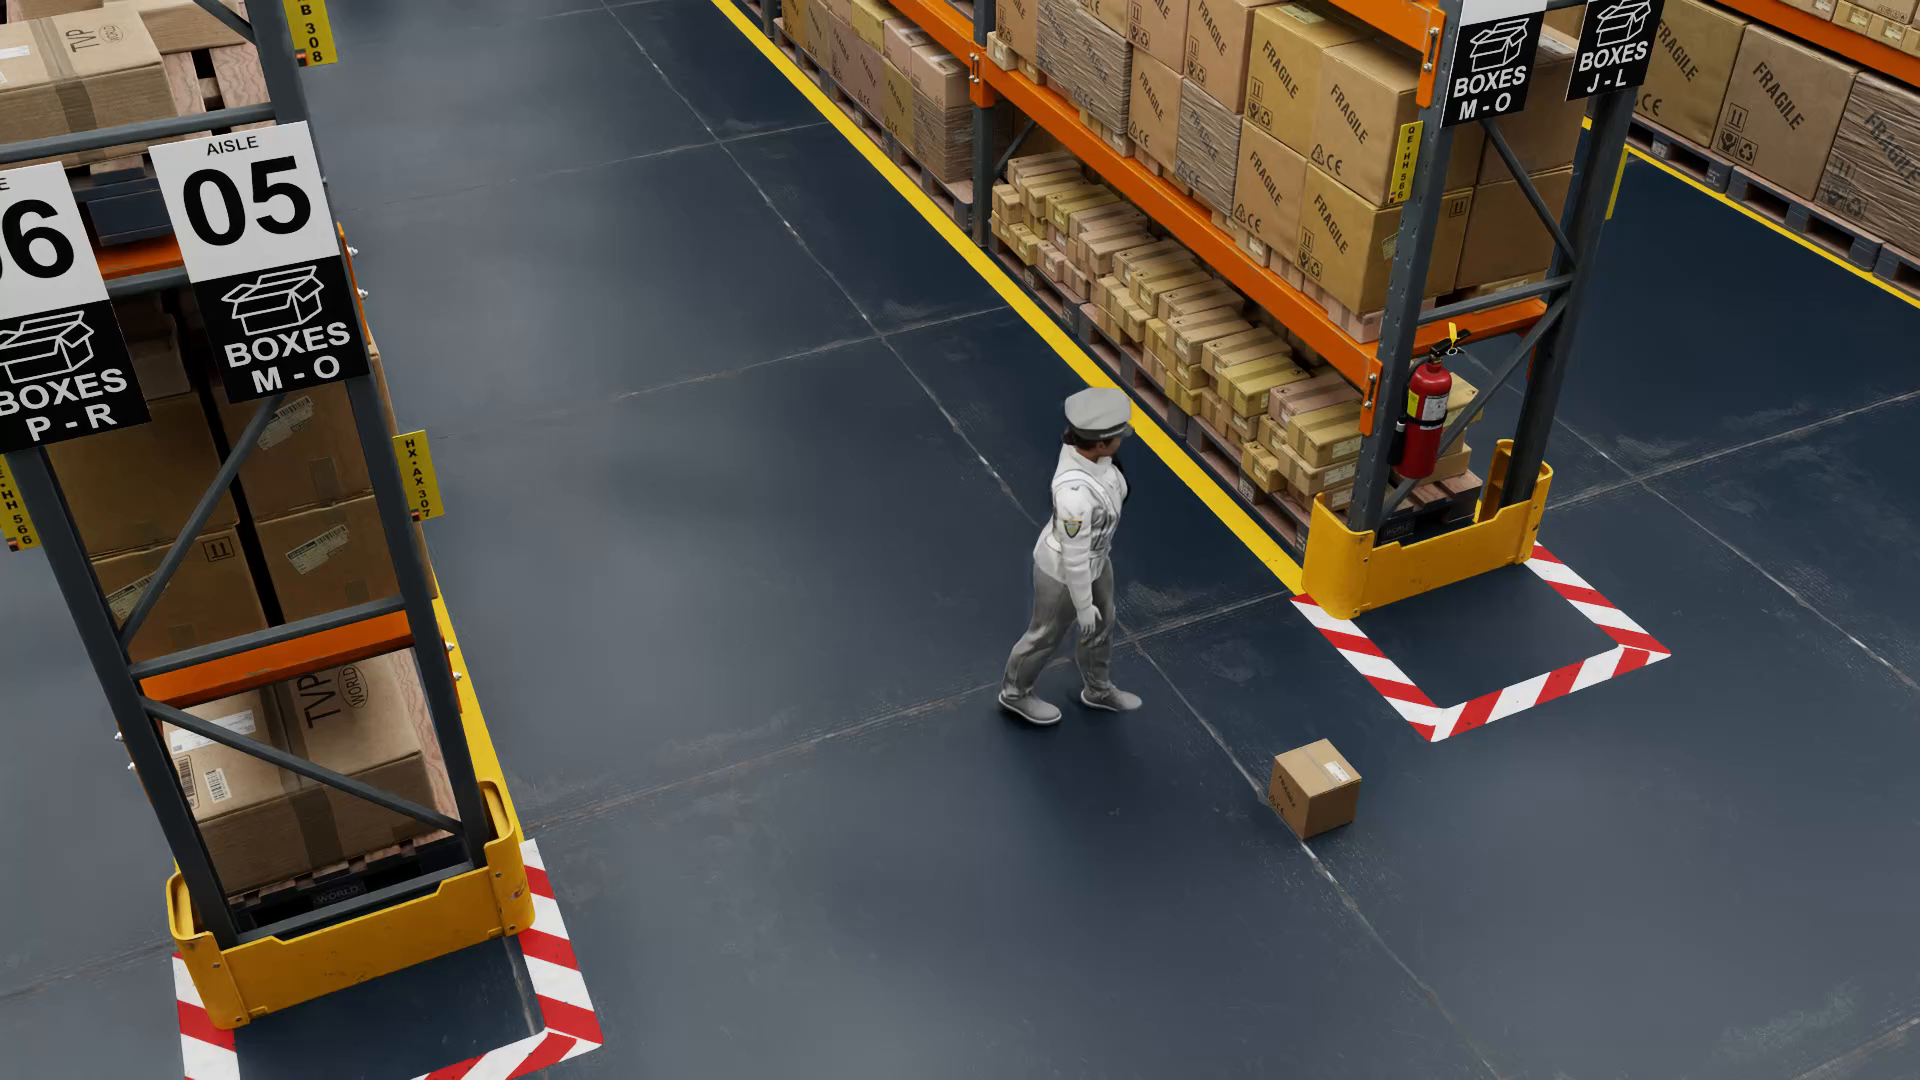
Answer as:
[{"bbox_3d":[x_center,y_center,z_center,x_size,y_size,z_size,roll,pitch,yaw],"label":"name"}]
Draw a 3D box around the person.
[{"bbox_3d":[0.458,0.126,6.700,0.595,1.701,0.509,11,39,14],"label":"person"}]
